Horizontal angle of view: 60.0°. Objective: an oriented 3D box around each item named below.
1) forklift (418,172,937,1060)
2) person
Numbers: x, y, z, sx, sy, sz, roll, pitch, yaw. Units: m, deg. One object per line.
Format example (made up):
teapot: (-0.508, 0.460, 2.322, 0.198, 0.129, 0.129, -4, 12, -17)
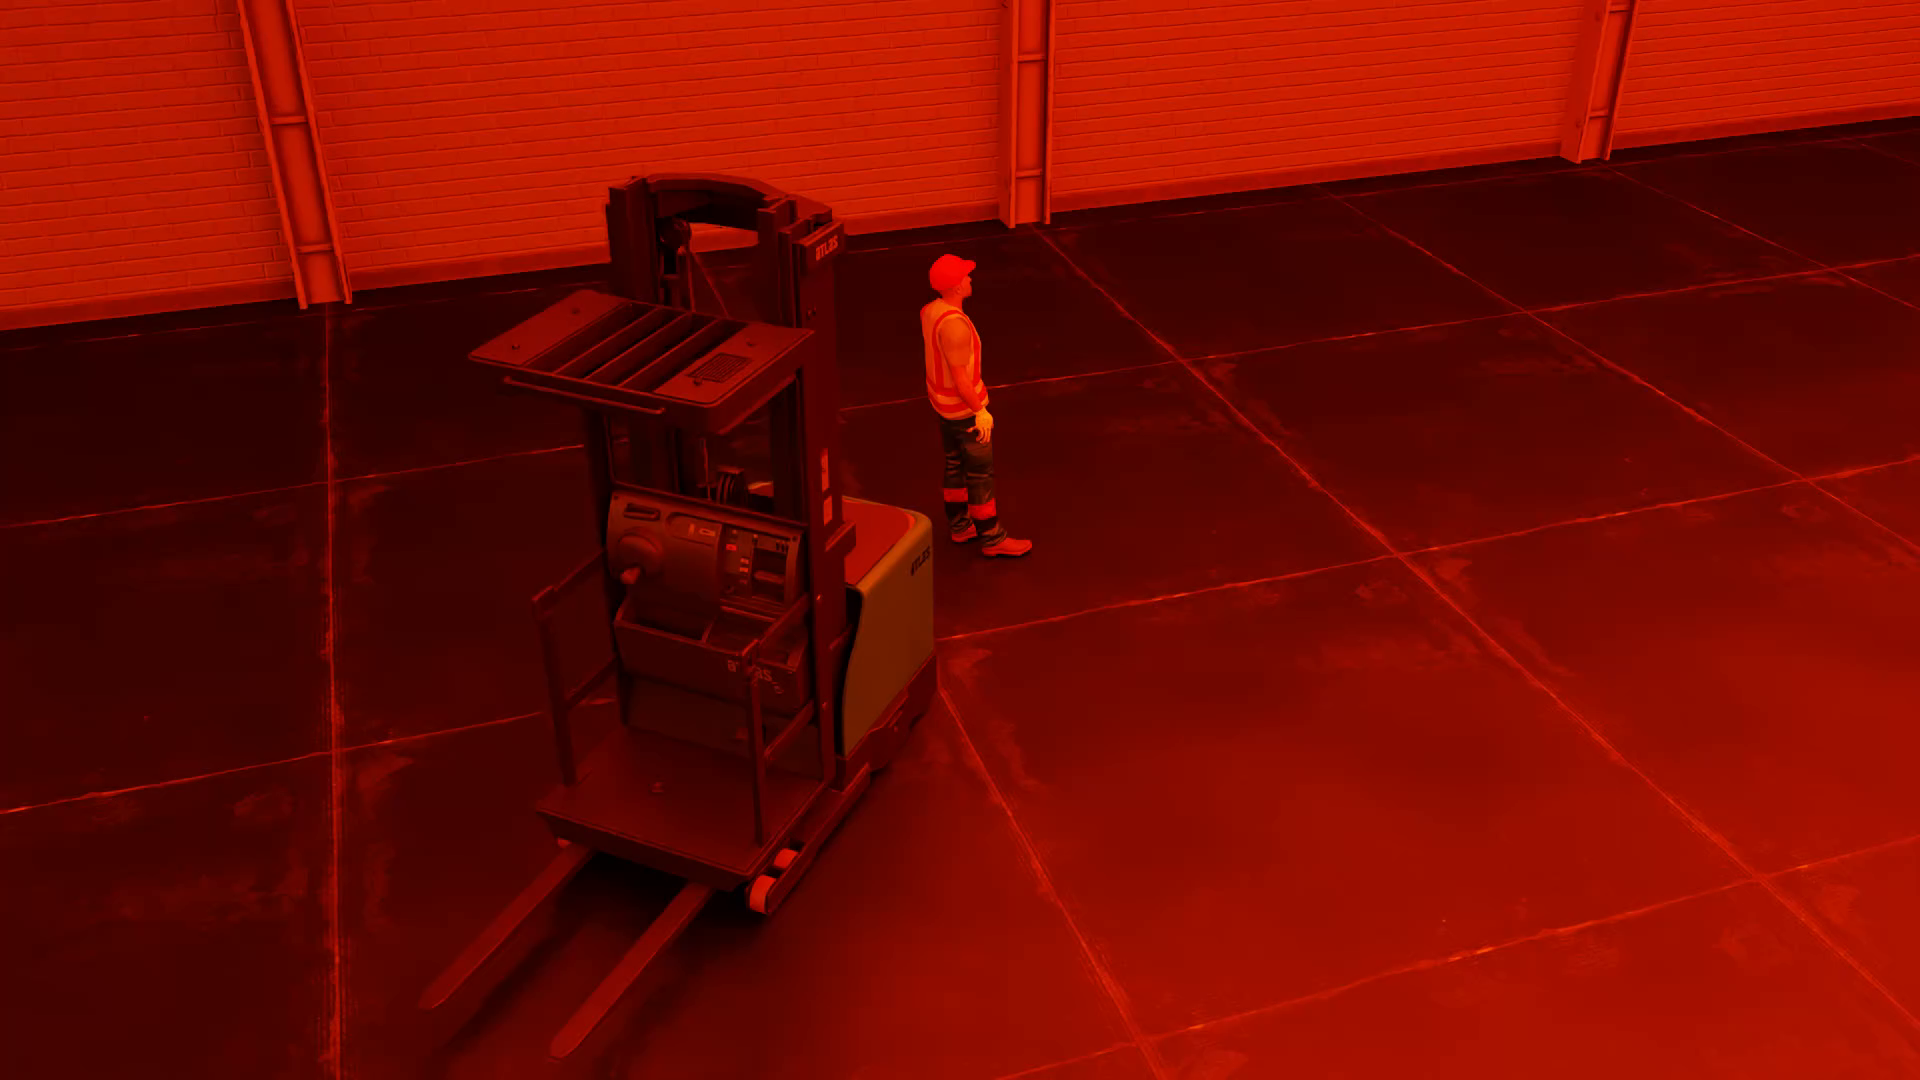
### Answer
forklift: (-1.181, 0.106, 6.904, 1.130, 2.935, 3.031, 13, 32, 21)
person: (0.080, -0.789, 9.589, 0.562, 1.790, 0.637, -10, 31, -16)
